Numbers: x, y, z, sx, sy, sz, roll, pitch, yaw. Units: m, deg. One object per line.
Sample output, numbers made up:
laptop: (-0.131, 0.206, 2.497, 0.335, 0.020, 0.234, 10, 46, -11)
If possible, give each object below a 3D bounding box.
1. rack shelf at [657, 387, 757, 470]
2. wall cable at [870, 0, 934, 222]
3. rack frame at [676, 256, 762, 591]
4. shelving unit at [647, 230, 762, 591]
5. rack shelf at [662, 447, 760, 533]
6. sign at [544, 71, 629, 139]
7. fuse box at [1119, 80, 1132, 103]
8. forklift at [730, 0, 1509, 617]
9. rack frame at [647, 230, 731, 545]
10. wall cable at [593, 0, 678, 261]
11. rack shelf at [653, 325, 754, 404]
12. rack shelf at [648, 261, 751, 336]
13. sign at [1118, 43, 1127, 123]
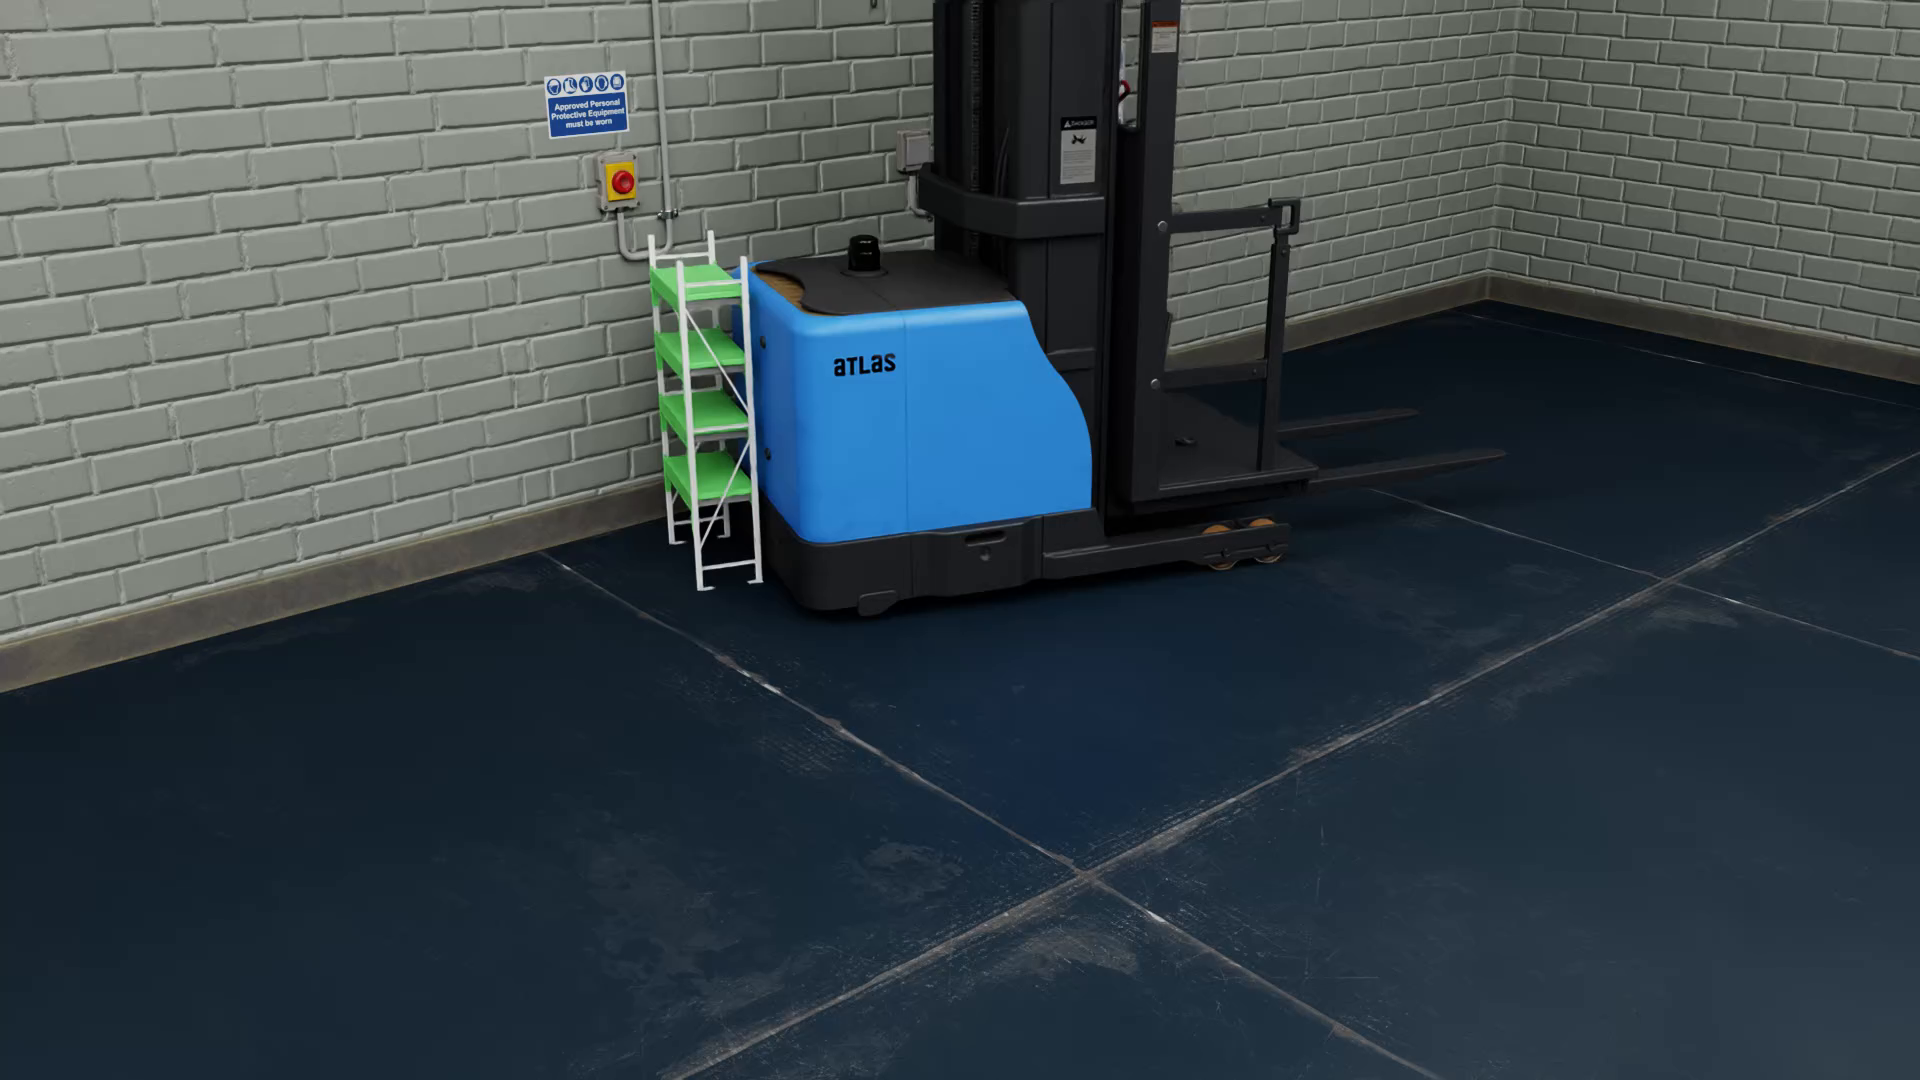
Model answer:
rack shelf: (-0.926, -0.414, 6.071, 0.258, 0.148, 0.480, -8, 23, -20)
wall cable: (-0.208, -2.262, 6.753, 0.588, 1.984, 0.122, -17, 27, -37)
rack frame: (-0.839, -0.391, 5.836, 0.240, 1.200, 0.015, -8, 23, -20)
shelving unit: (-0.926, -0.474, 6.048, 0.258, 1.200, 0.503, -8, 23, -20)
rack shelf: (-0.926, -0.191, 6.159, 0.258, 0.148, 0.480, -8, 23, -20)
sign: (-1.351, -1.579, 6.033, 0.327, 0.218, 0.001, -17, 27, -37)
fuse box: (0.412, -1.308, 7.477, 0.539, 1.711, 0.414, -17, 27, -37)
forklift: (0.706, -1.422, 6.095, 3.031, 2.935, 1.130, -8, 23, -20)
rack frame: (-1.014, -0.557, 6.260, 0.240, 1.200, 0.015, -8, 23, -20)
wall cable: (-1.274, -1.936, 5.877, 0.585, 1.953, 0.123, -17, 27, -37)
rack shelf: (-0.927, -0.638, 5.984, 0.258, 0.148, 0.480, -8, 23, -20)
rack shelf: (-0.927, -0.861, 5.896, 0.258, 0.148, 0.480, -8, 23, -20)
sign: (0.651, -2.038, 7.706, 0.329, 0.494, 0.001, -17, 27, -37)
